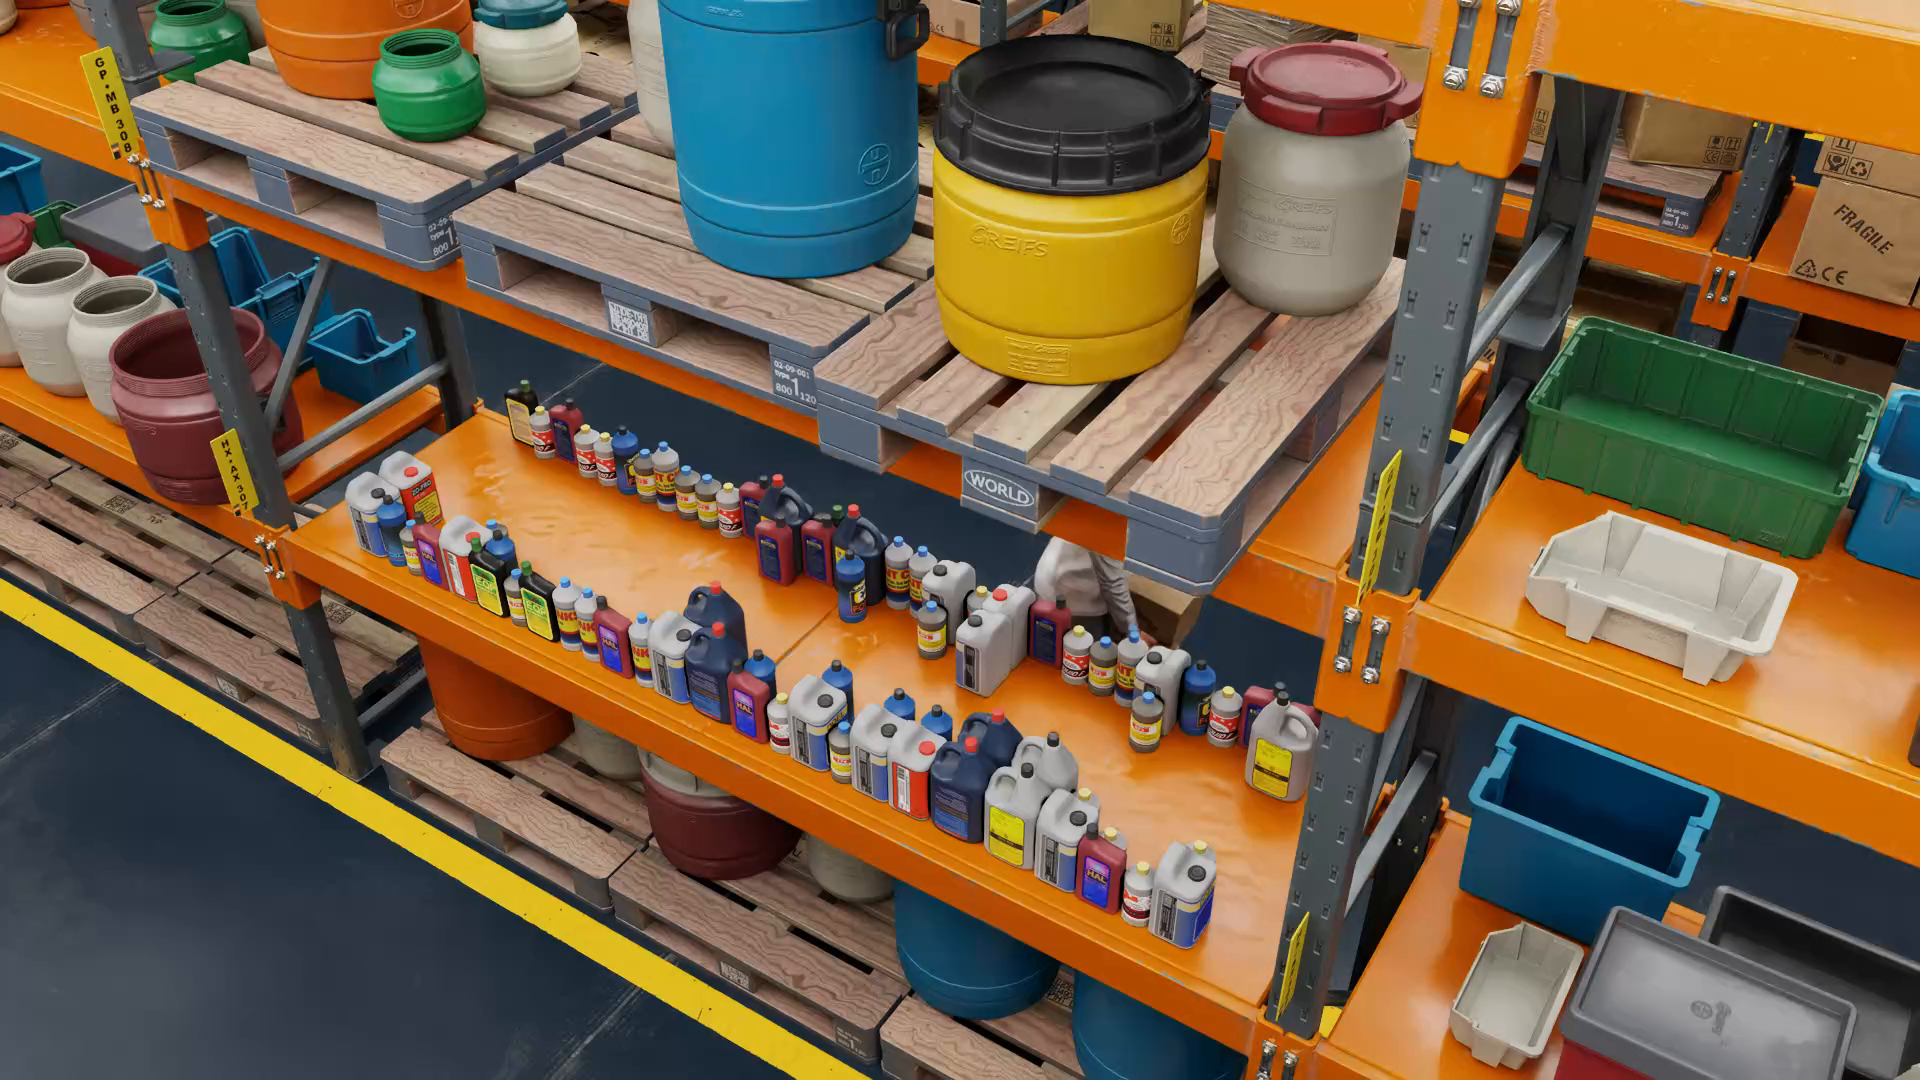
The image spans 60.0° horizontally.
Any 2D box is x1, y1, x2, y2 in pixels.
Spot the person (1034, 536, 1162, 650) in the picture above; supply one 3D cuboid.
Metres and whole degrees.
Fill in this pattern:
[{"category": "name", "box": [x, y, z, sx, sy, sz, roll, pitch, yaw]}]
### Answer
[{"category": "person", "box": [0.598, 0.206, 6.415, 0.584, 1.756, 0.484, 21, 43, 24]}]
